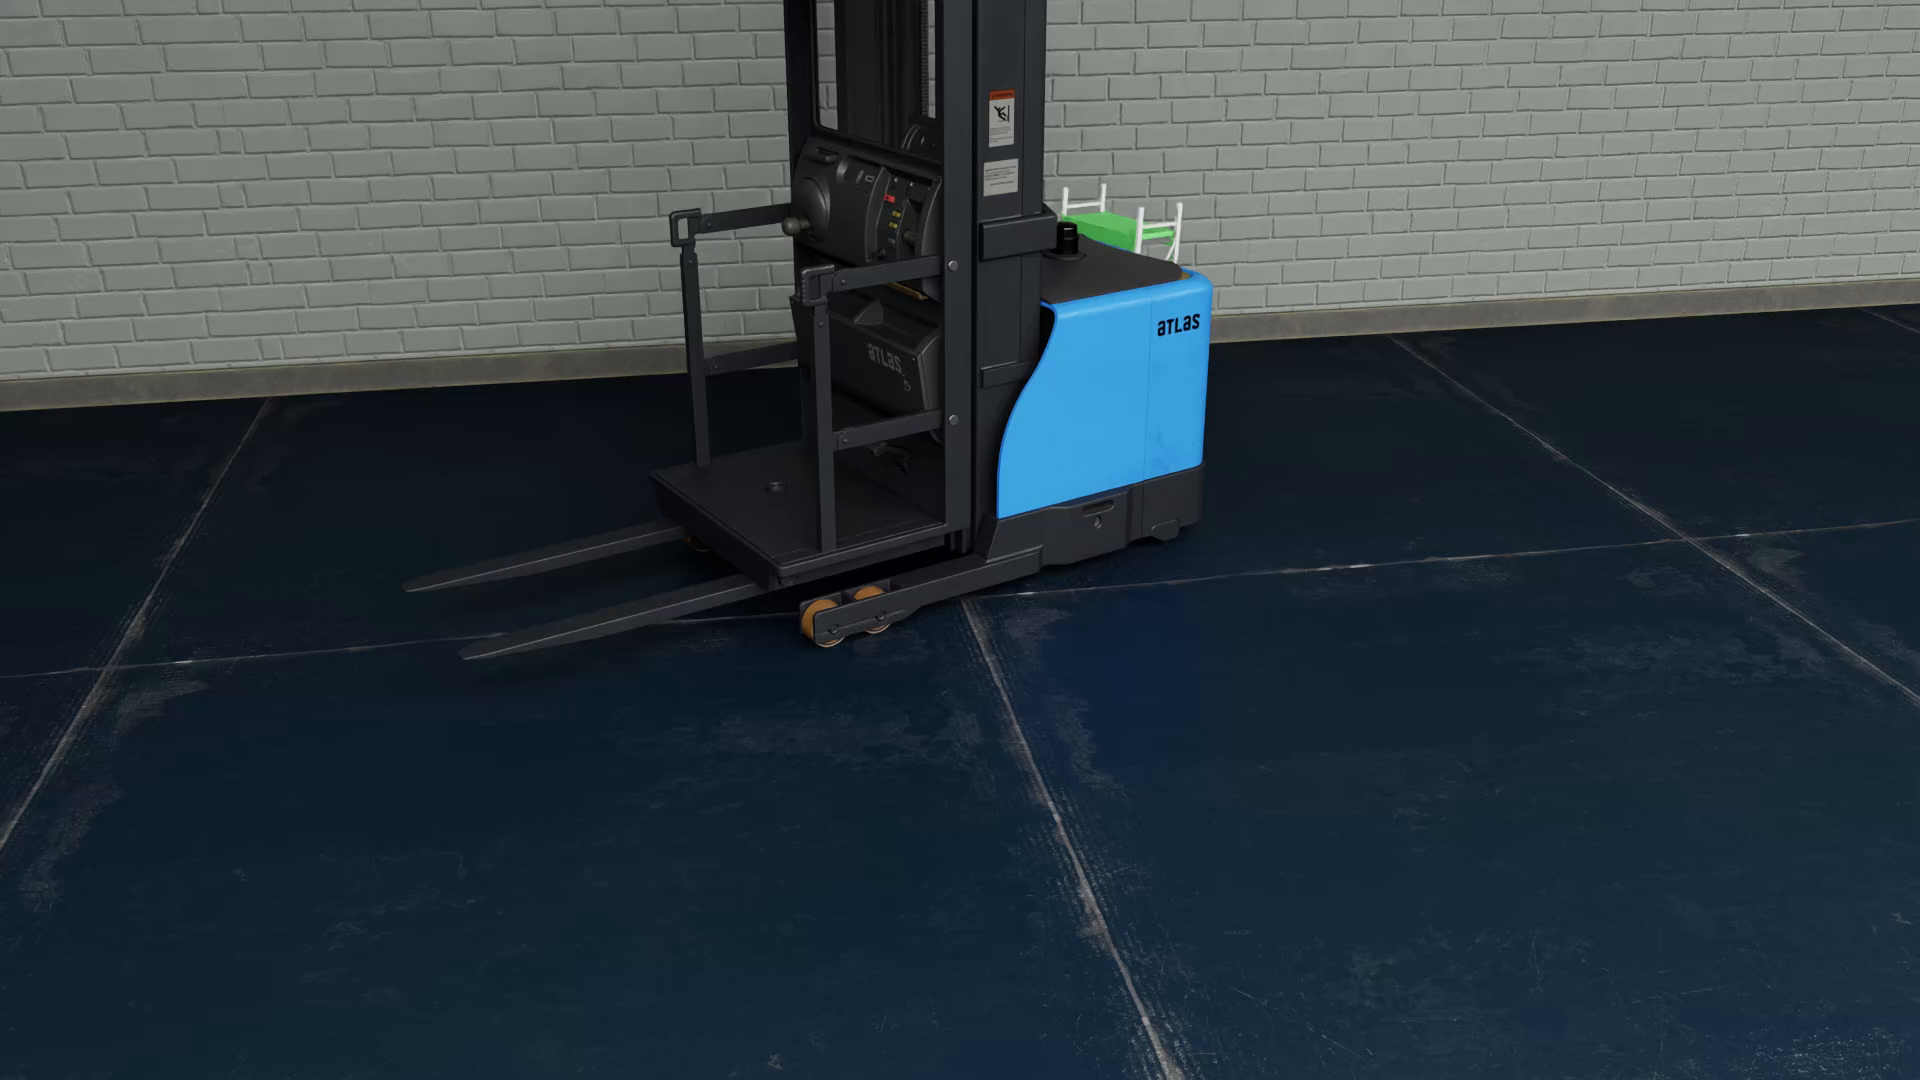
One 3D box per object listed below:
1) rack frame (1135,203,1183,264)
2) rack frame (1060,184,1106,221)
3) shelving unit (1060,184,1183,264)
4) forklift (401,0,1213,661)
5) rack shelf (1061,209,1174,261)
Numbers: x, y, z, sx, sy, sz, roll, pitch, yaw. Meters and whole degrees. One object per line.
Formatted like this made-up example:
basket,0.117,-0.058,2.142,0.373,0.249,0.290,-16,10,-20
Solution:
rack frame,0.813,-0.840,7.159,0.240,1.200,0.015,-14,27,-34
rack frame,0.523,-0.997,7.519,0.240,1.200,0.015,-14,27,-34
shelving unit,0.668,-0.919,7.339,0.258,1.200,0.503,-14,27,-34
forklift,-0.518,-1.205,5.846,3.031,2.935,1.130,-15,28,-31
rack shelf,0.684,-1.304,7.183,0.258,0.148,0.480,-14,27,-34
